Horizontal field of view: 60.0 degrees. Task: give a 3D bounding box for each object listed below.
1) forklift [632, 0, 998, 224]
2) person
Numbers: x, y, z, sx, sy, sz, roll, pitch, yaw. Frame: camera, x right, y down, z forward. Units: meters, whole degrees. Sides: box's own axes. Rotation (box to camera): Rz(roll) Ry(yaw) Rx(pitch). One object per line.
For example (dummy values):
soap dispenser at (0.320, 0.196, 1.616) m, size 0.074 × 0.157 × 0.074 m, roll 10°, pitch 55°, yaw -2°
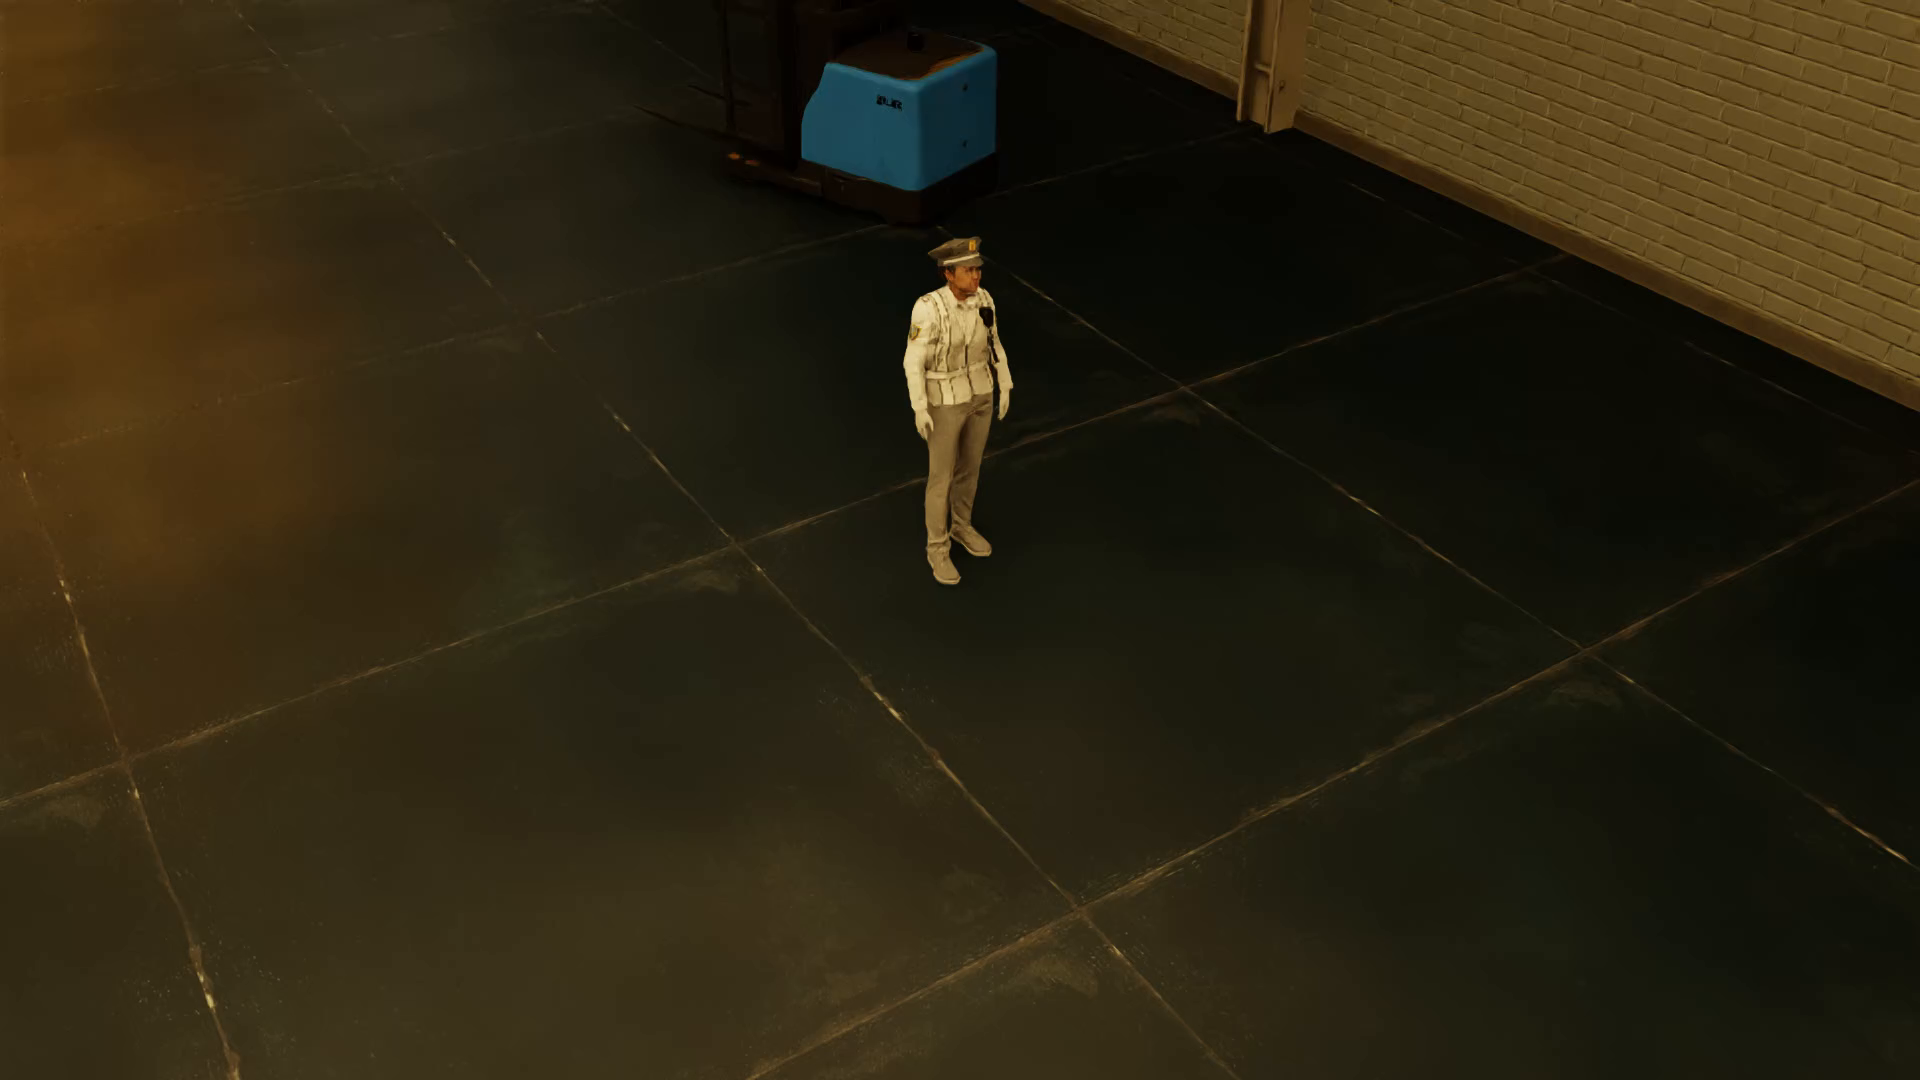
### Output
forklift at (-1.204, -4.117, 12.007) m, size 3.031 × 2.935 × 1.130 m, roll 23°, pitch 41°, yaw 29°
person at (0.031, -0.665, 8.156) m, size 0.586 × 1.695 × 0.533 m, roll -21°, pitch 40°, yaw -27°
